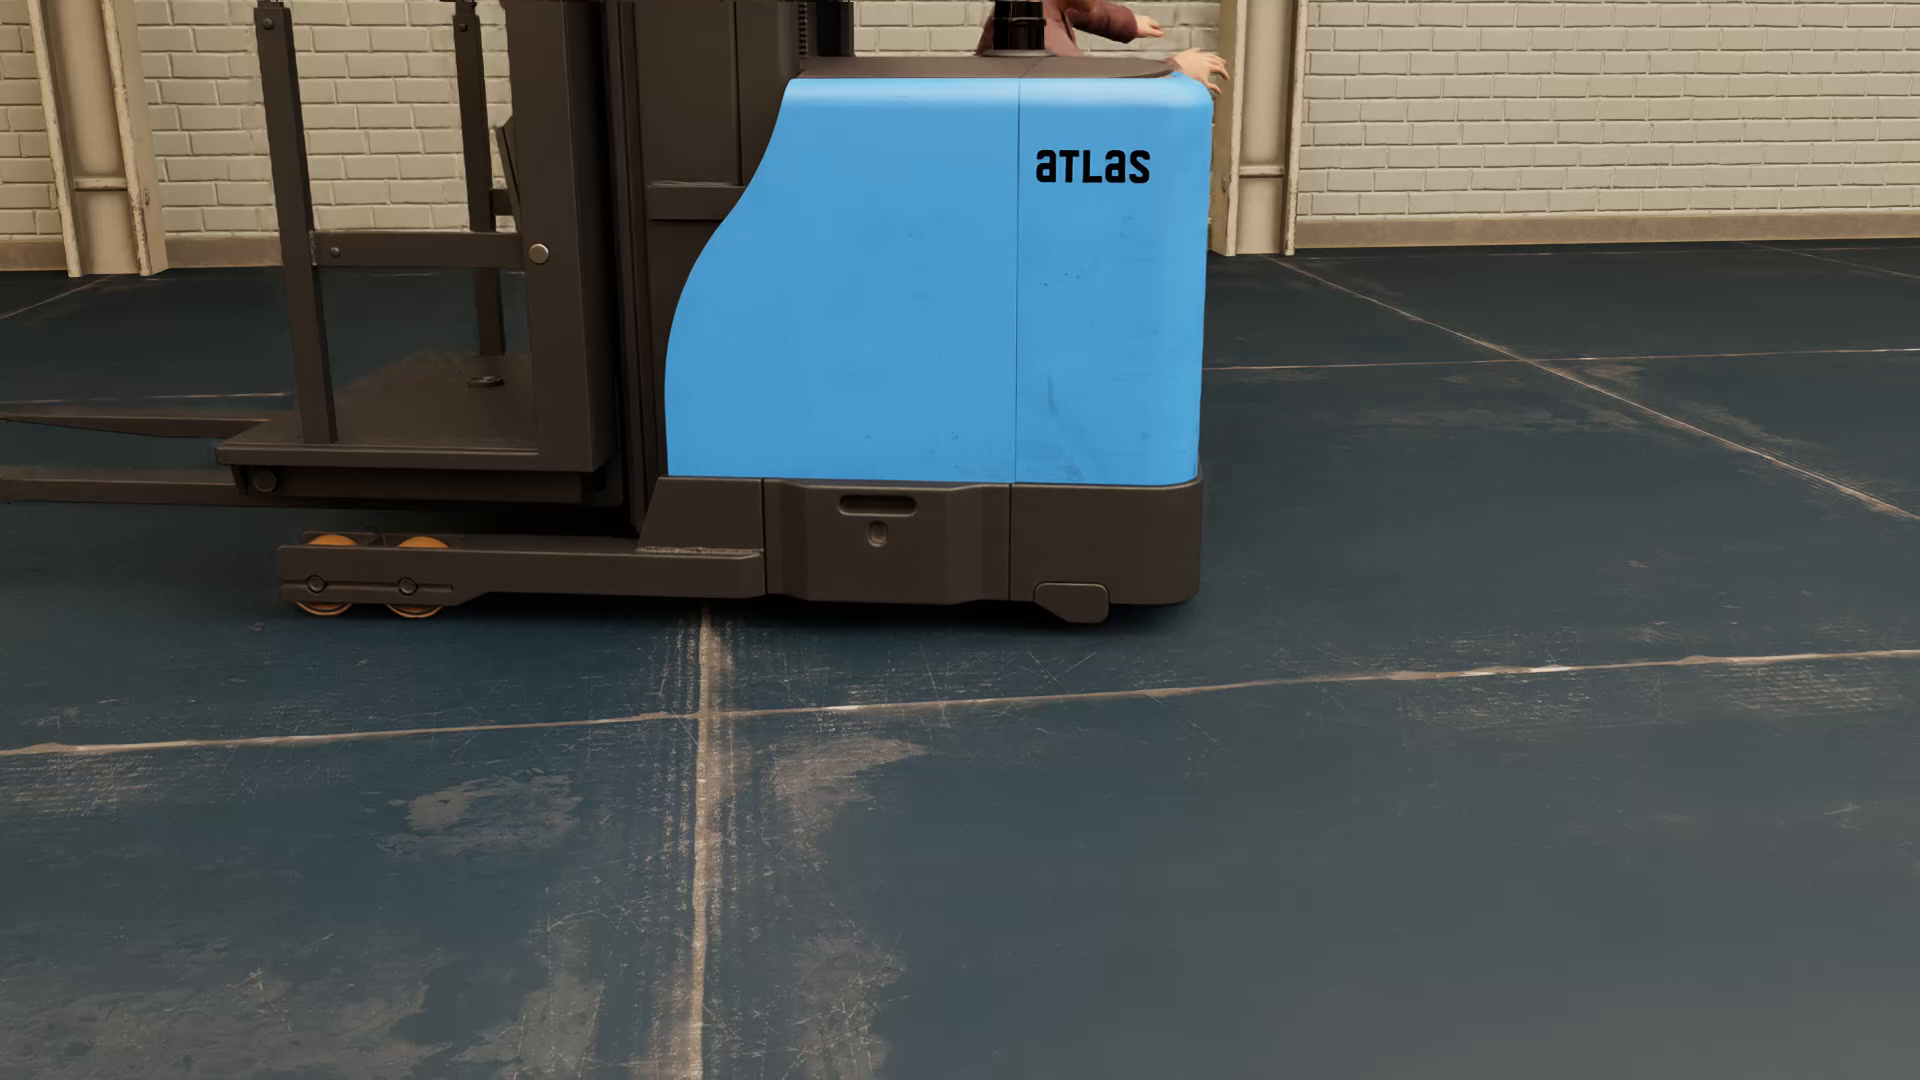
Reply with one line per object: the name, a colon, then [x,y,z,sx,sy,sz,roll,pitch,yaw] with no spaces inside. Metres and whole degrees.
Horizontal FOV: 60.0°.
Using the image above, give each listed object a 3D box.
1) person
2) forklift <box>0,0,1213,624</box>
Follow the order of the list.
person: [0.360,-1.045,4.802,0.815,1.430,1.679,3,17,10]
forklift: [-0.989,-1.391,3.502,3.031,2.935,1.130,1,17,5]
